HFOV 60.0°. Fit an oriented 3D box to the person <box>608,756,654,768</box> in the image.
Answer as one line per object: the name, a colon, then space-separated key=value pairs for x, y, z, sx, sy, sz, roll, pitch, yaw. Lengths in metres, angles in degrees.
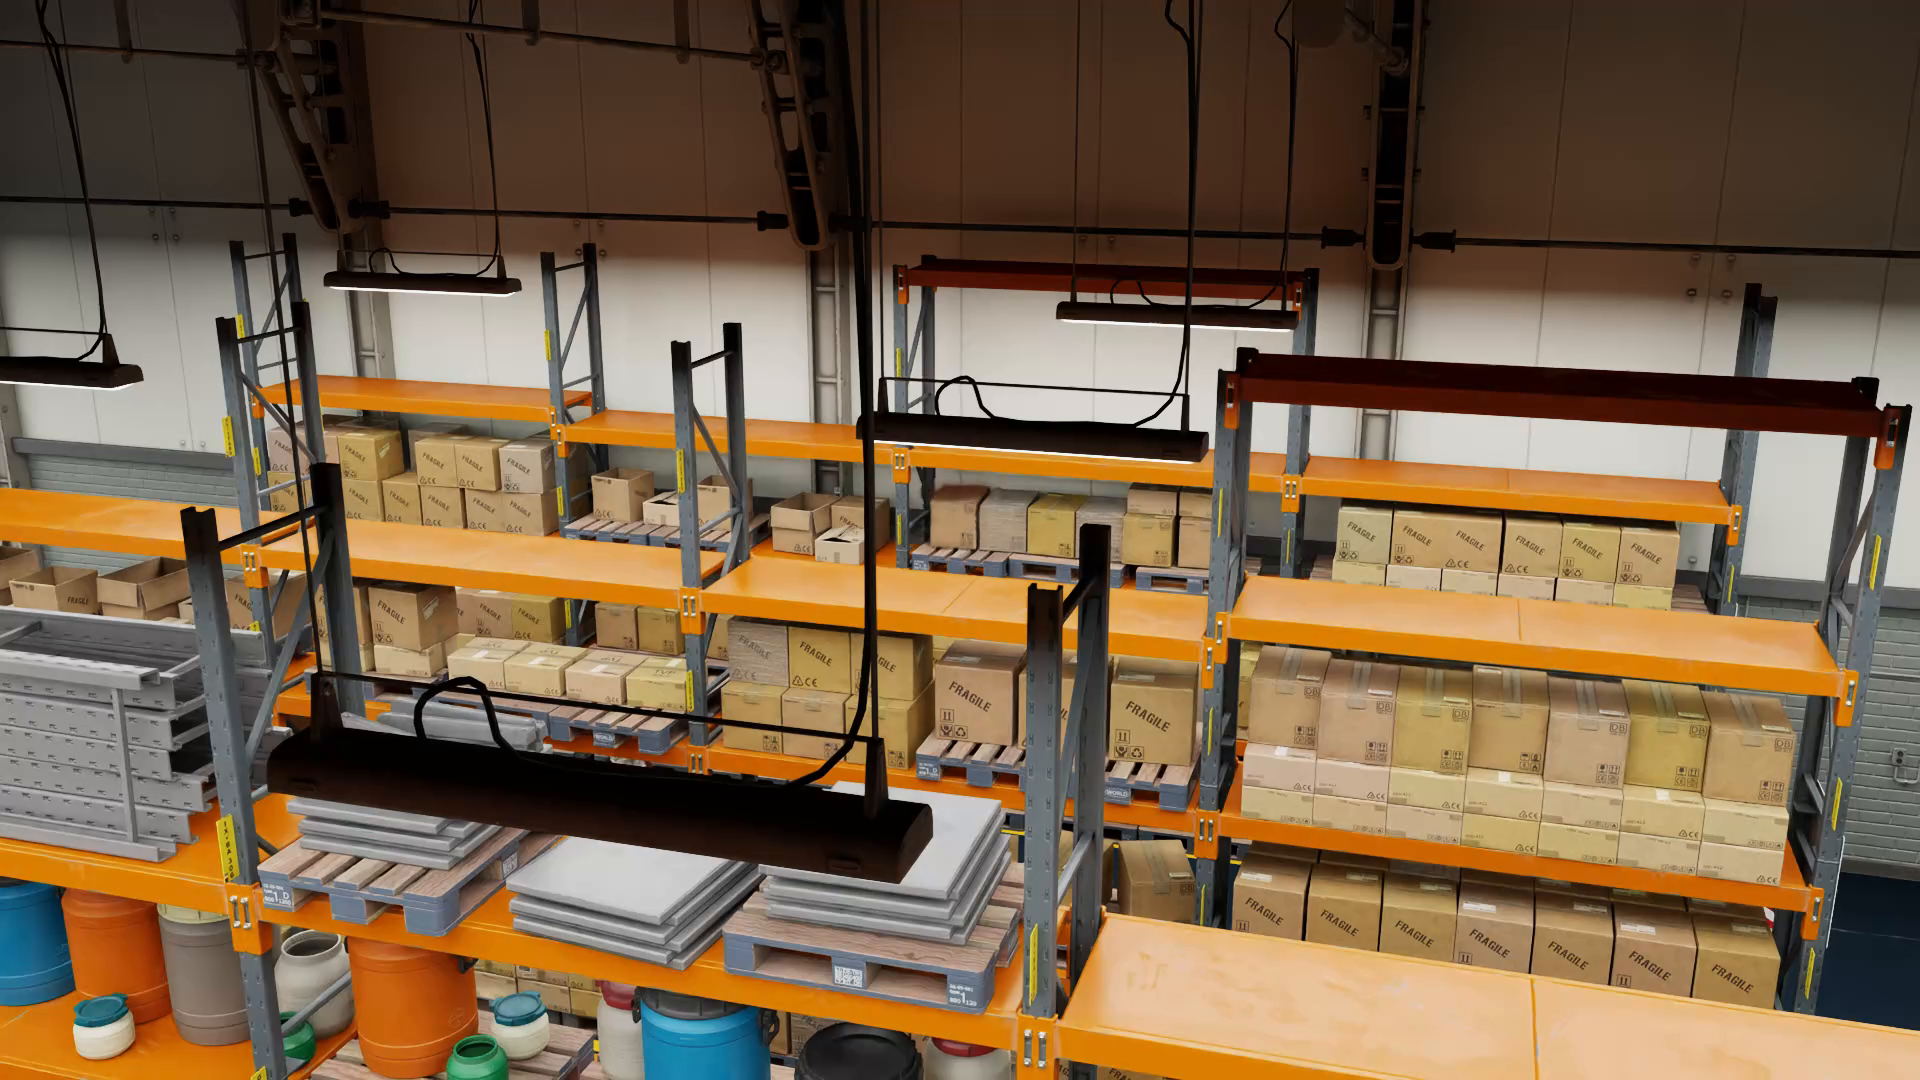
person: x=-3.433 y=2.494 z=17.056 sx=0.869 sy=1.651 sz=0.476 roll=6 pitch=17 yaw=20
